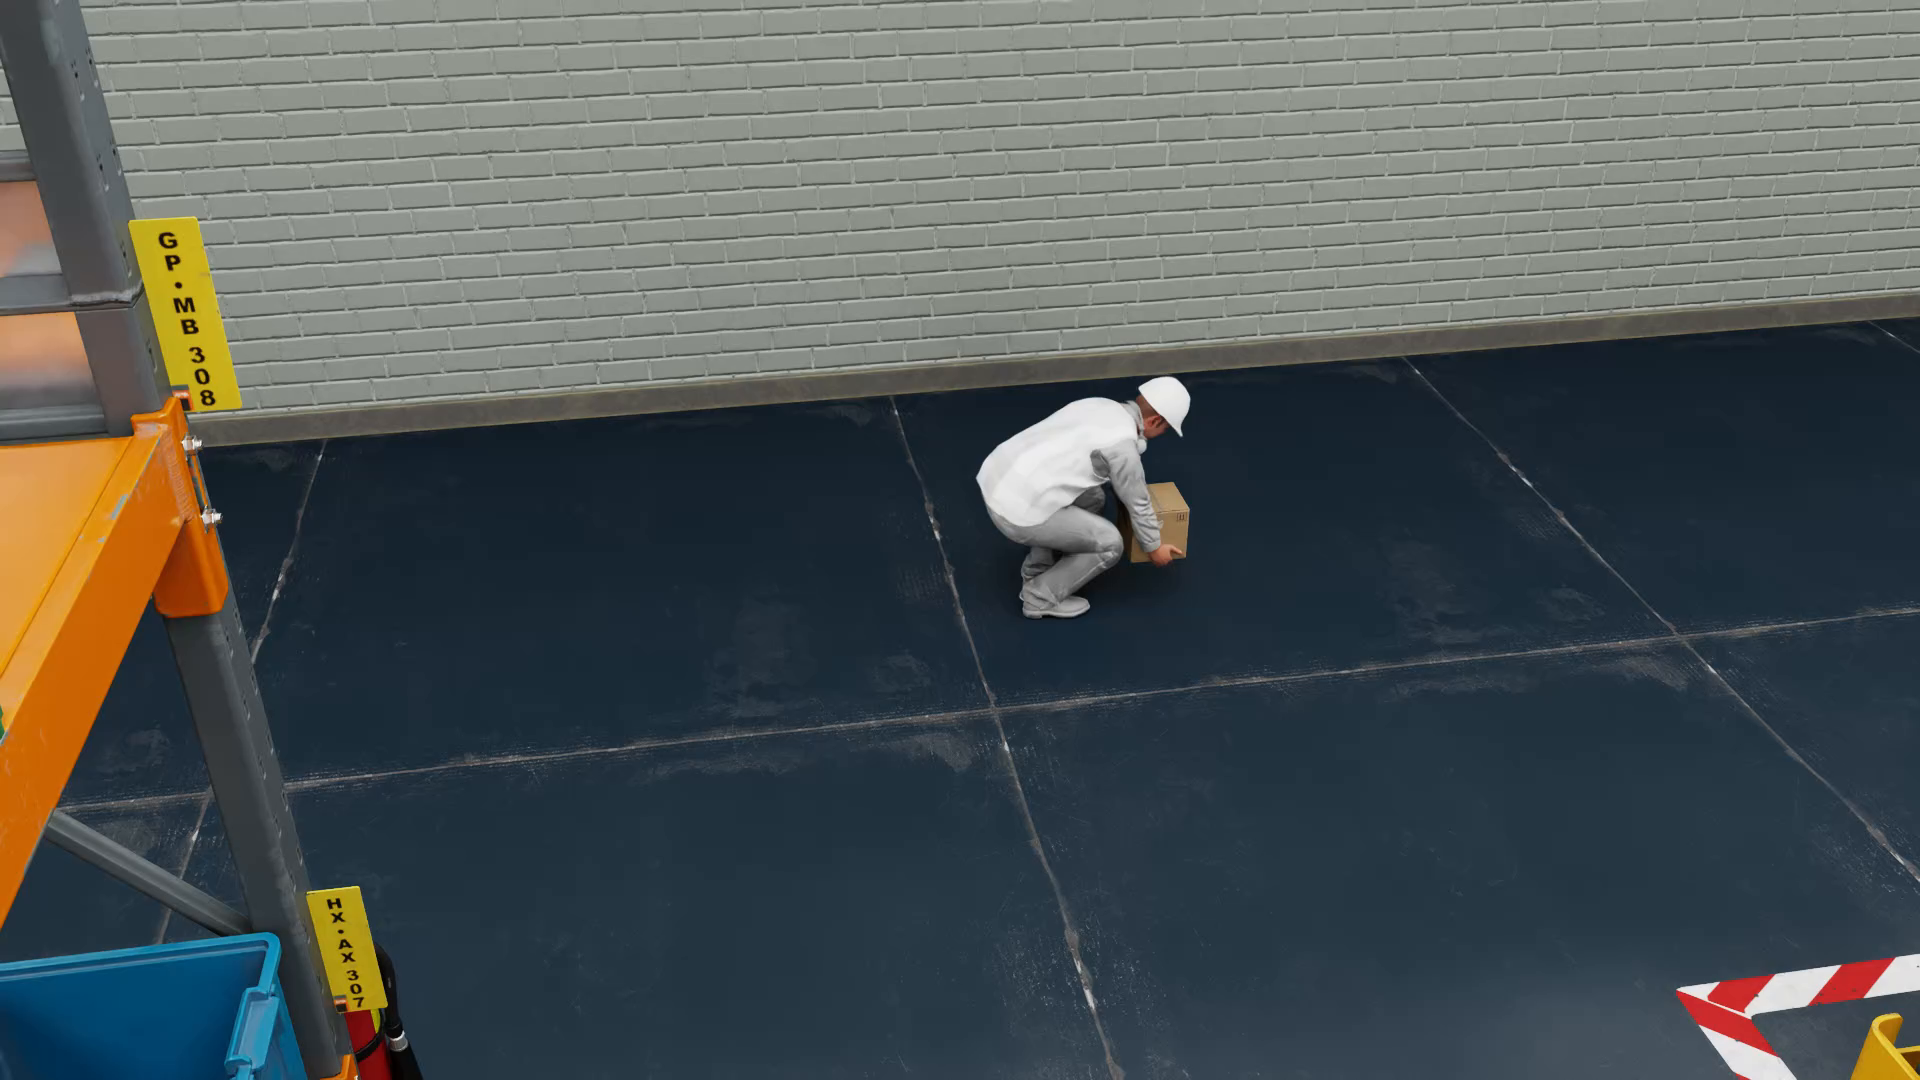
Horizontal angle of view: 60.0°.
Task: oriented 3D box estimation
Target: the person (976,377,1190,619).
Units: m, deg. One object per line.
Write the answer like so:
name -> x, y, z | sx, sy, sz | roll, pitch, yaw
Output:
person -> 0.537, -0.196, 7.206 | 0.920, 1.004, 0.511 | -6, 31, -10
